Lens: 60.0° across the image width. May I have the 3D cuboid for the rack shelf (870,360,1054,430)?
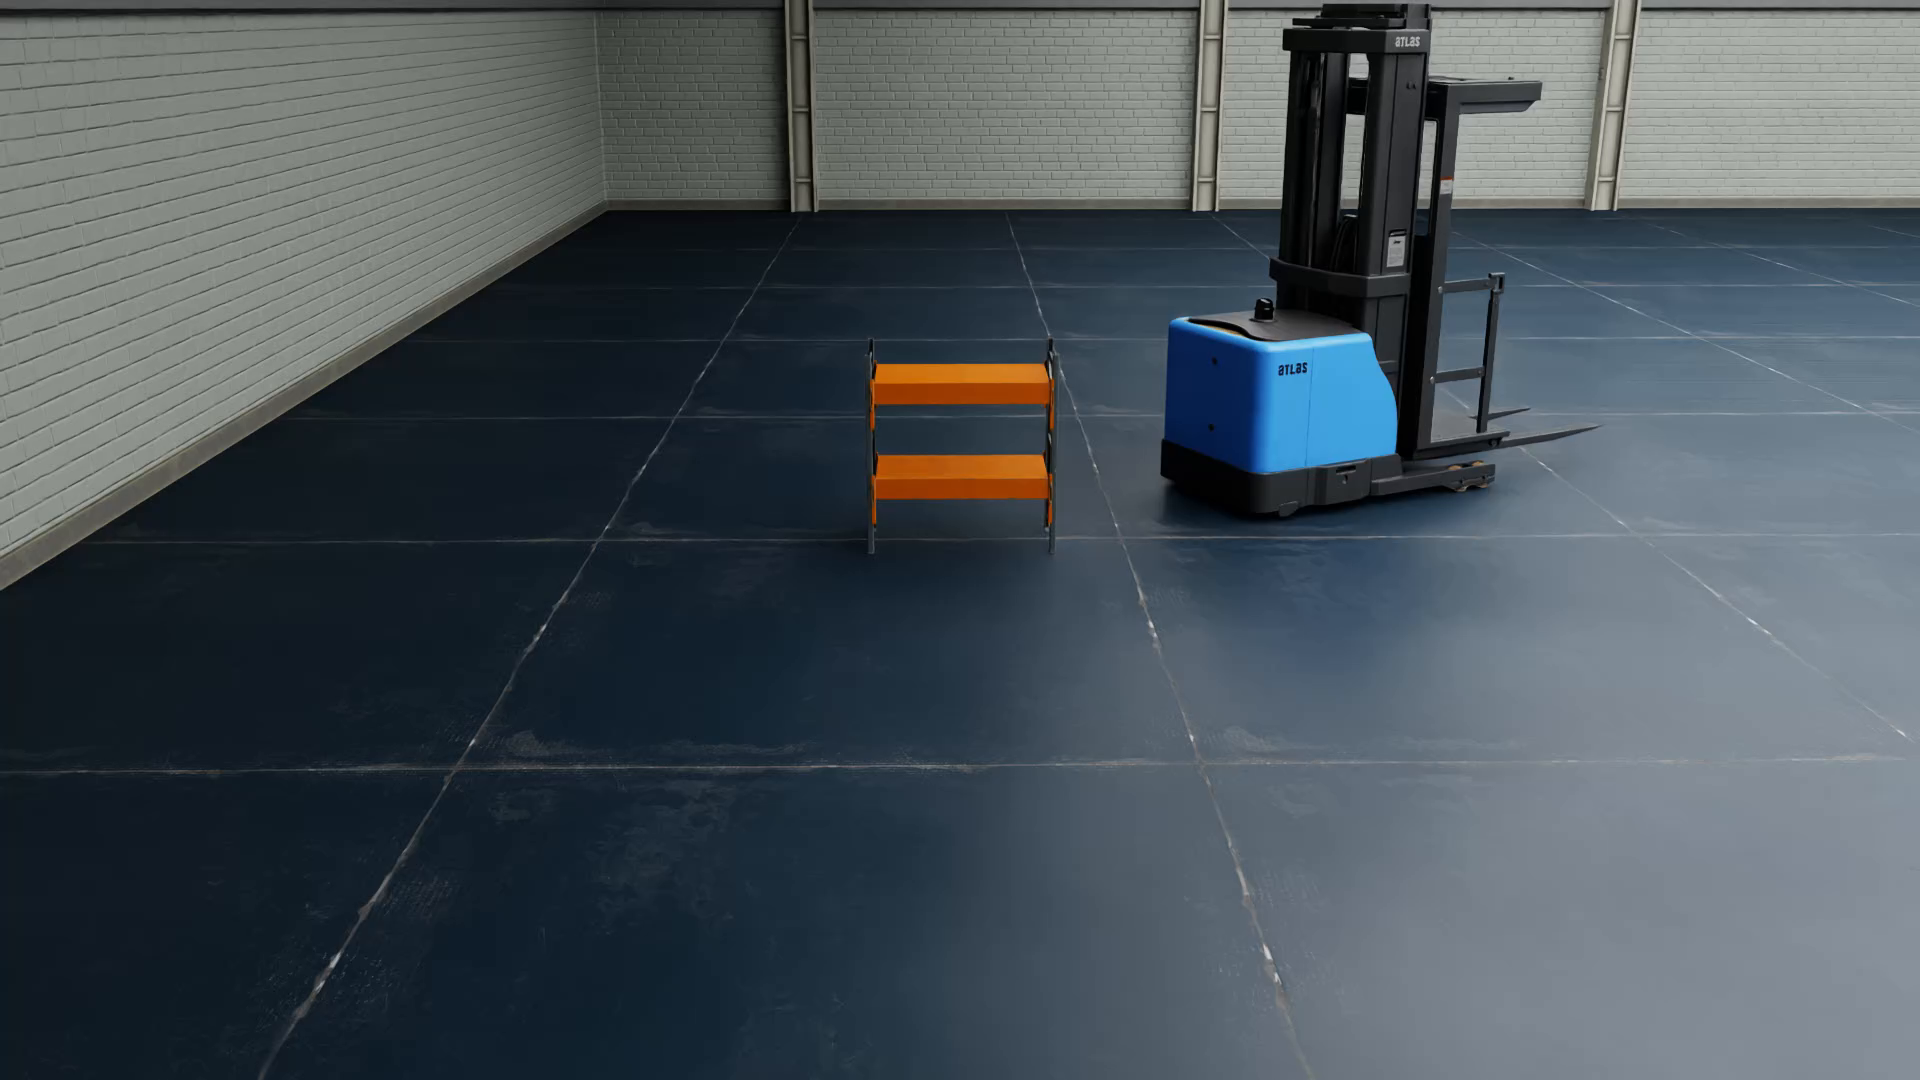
[{"bbox_3d":[0.007,-0.814,9.286,1.000,0.278,0.538,0,18,-1],"label":"rack shelf"}]

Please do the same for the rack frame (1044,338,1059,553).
[{"bbox_3d":[0.515,-0.538,9.384,0.032,1.125,0.500,0,18,-1],"label":"rack frame"}]

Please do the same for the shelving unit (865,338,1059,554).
[{"bbox_3d":[0.007,-0.536,9.376,1.048,1.125,0.538,0,18,-1],"label":"shelving unit"}]

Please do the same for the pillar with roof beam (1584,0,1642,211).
[{"bbox_3d":[9.739,-7.968,19.654,0.400,9.000,9.100,0,18,-1],"label":"pillar with roof beam"}]

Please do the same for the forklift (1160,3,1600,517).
[{"bbox_3d":[2.826,-1.830,10.454,3.031,2.935,1.130,-9,20,-26],"label":"forklift"}]

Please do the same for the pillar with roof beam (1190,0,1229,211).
[{"bbox_3d":[3.740,-7.939,19.563,0.400,9.000,9.100,0,18,-1],"label":"pillar with roof beam"}]

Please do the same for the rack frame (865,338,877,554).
[{"bbox_3d":[-0.502,-0.533,9.368,0.032,1.125,0.500,0,18,-1],"label":"rack frame"}]

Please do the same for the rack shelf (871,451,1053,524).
[{"bbox_3d":[0.007,-0.303,9.451,1.000,0.278,0.538,0,18,-1],"label":"rack shelf"}]

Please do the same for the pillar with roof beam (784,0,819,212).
[{"bbox_3d":[-2.259,-7.910,19.473,0.400,9.000,9.100,0,18,-1],"label":"pillar with roof beam"}]
